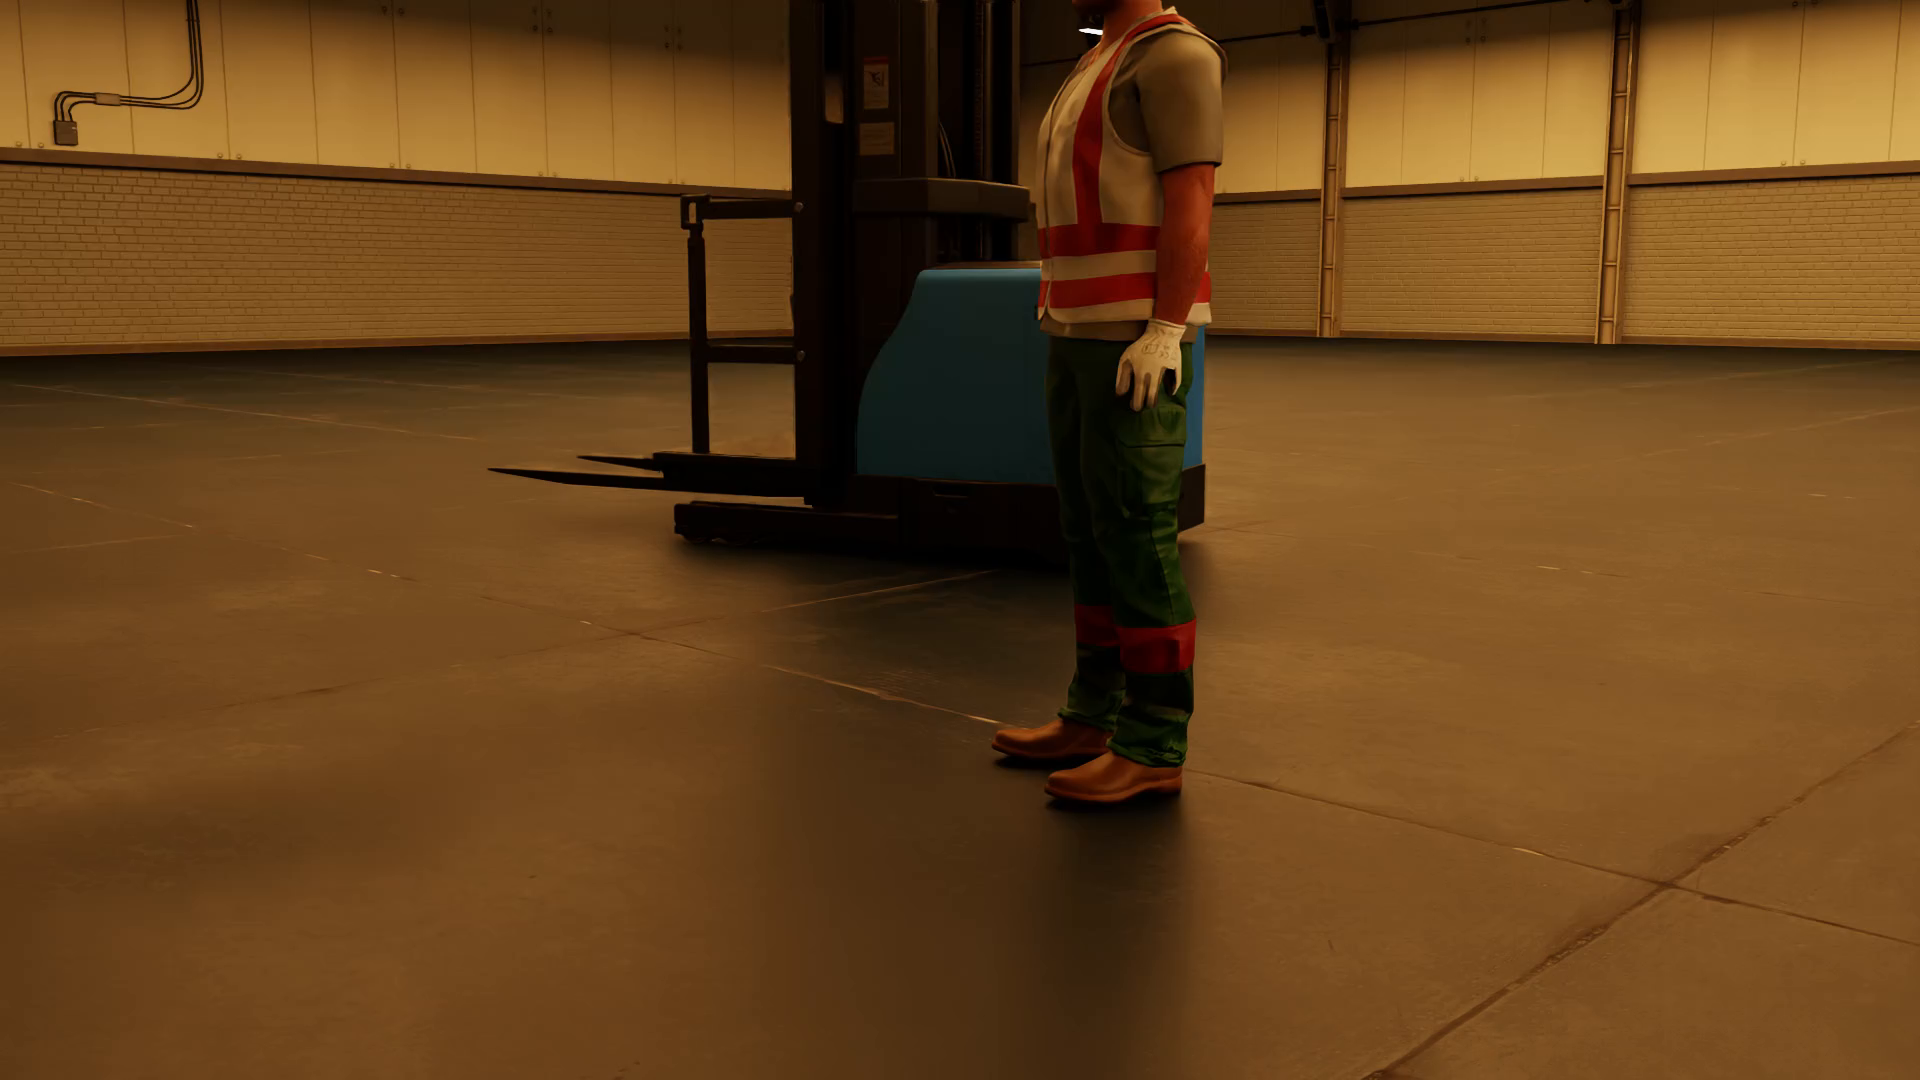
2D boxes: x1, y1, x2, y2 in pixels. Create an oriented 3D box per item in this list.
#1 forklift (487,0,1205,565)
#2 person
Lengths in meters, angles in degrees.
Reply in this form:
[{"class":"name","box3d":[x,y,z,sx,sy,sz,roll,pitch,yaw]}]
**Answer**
[{"class":"forklift","box3d":[-0.572,-1.488,6.754,3.031,2.935,1.130,4,10,26]},{"class":"person","box3d":[0.296,-0.389,3.293,0.363,1.796,0.526,-2,9,-15]}]
